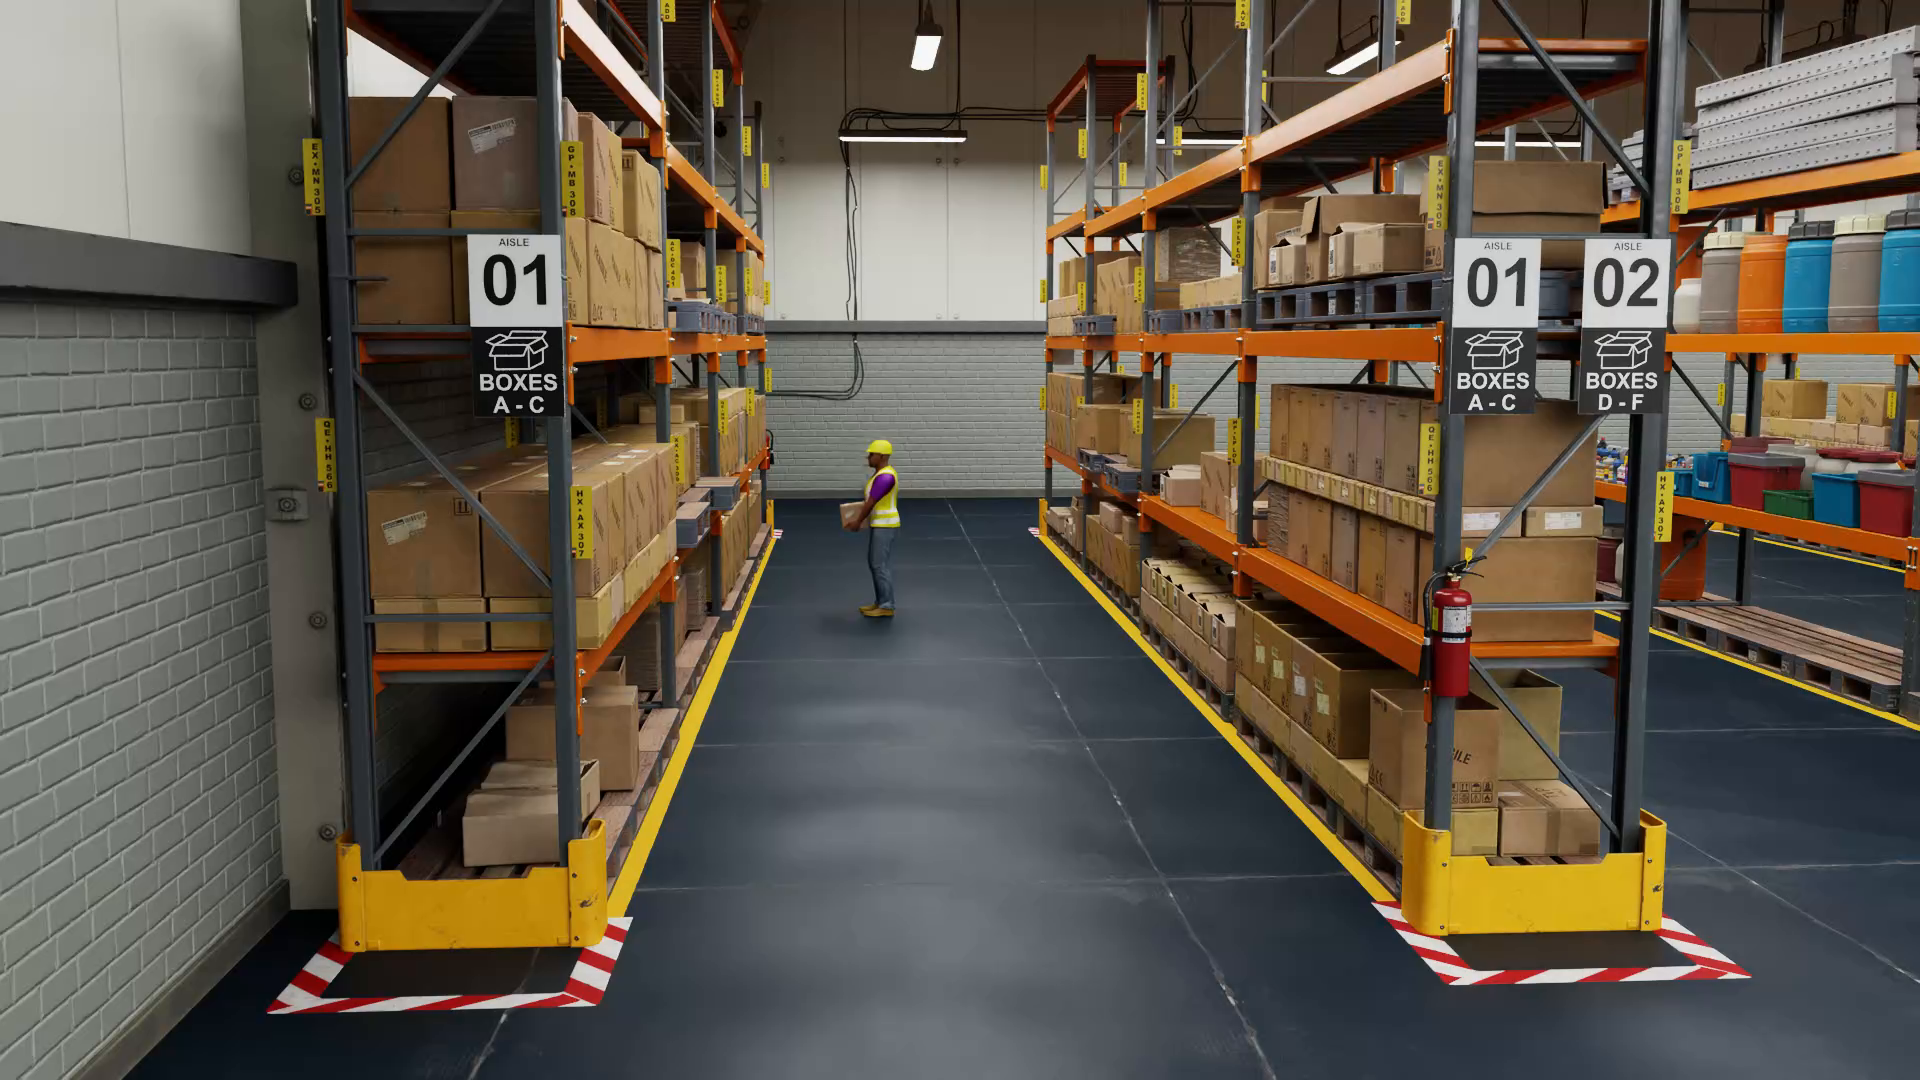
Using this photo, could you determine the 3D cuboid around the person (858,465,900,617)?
[{"bbox_3d":[8.208,-0.362,12.642,17.768,3.195,9.829,-1,7,-5],"label":"person"}]
